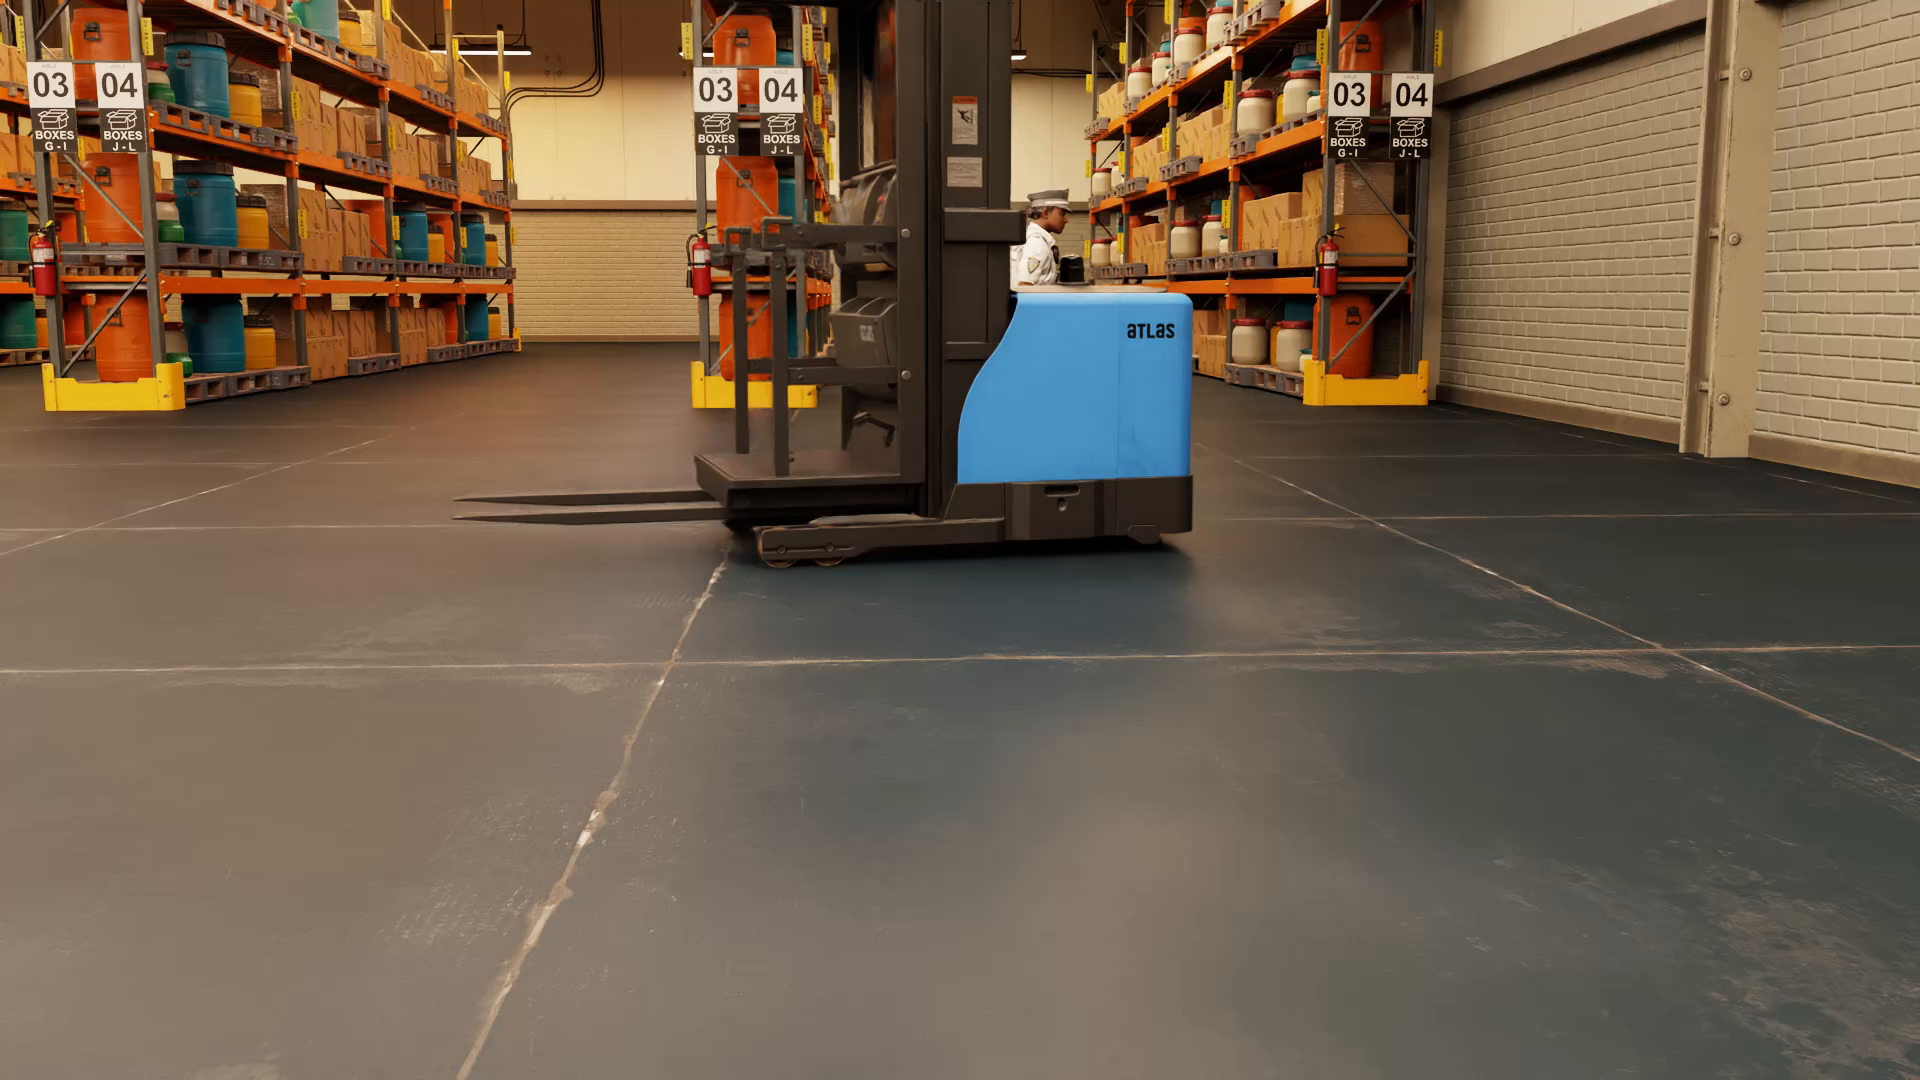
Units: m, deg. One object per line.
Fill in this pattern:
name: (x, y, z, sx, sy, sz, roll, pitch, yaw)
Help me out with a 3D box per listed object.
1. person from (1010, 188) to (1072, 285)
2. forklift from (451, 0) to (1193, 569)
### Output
person: (0.429, -1.147, 9.406, 0.397, 1.656, 0.512, 1, 9, 7)
forklift: (-0.586, -1.423, 6.914, 3.031, 2.935, 1.130, -2, 9, -16)
